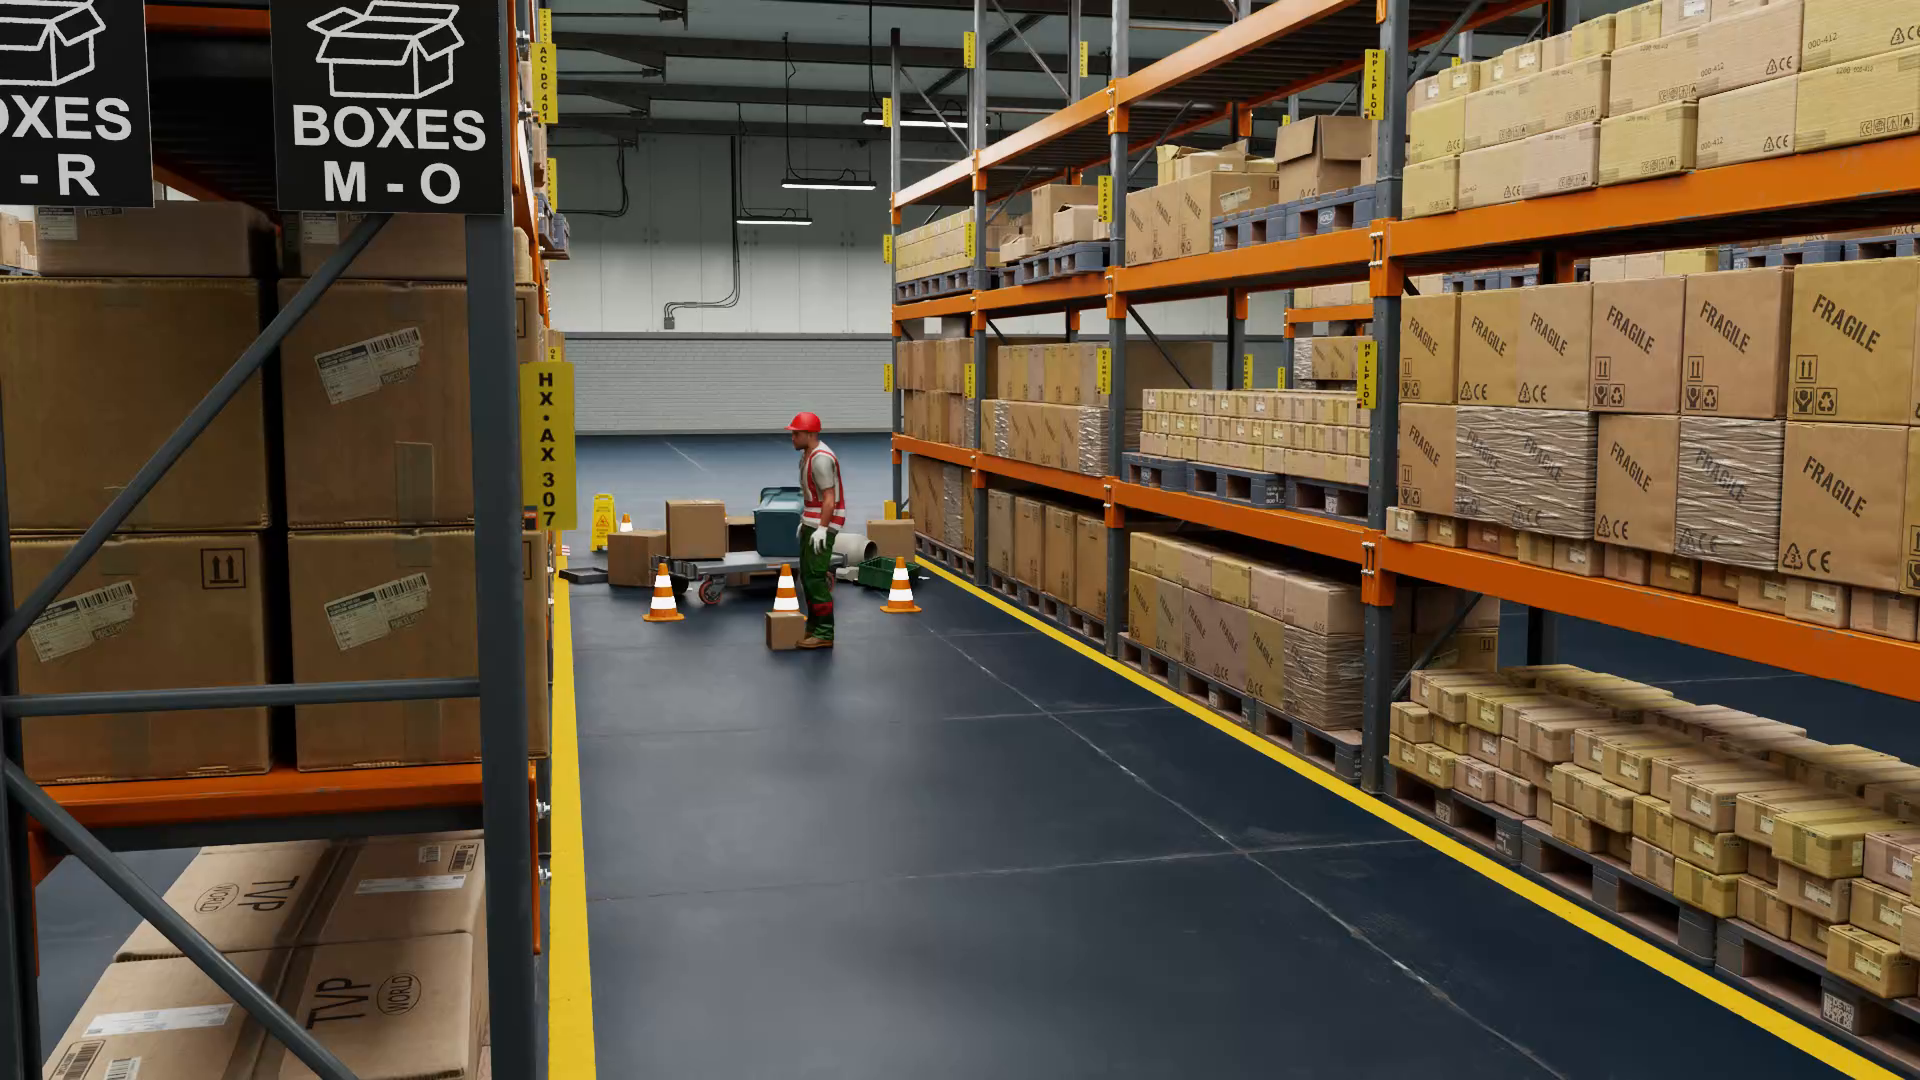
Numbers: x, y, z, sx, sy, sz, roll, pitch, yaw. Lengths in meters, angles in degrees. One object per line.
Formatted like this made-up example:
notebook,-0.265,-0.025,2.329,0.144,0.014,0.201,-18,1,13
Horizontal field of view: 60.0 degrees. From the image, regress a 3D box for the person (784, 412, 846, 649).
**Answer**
person,-1.106,-0.079,12.574,0.451,1.778,0.611,-2,6,-17
